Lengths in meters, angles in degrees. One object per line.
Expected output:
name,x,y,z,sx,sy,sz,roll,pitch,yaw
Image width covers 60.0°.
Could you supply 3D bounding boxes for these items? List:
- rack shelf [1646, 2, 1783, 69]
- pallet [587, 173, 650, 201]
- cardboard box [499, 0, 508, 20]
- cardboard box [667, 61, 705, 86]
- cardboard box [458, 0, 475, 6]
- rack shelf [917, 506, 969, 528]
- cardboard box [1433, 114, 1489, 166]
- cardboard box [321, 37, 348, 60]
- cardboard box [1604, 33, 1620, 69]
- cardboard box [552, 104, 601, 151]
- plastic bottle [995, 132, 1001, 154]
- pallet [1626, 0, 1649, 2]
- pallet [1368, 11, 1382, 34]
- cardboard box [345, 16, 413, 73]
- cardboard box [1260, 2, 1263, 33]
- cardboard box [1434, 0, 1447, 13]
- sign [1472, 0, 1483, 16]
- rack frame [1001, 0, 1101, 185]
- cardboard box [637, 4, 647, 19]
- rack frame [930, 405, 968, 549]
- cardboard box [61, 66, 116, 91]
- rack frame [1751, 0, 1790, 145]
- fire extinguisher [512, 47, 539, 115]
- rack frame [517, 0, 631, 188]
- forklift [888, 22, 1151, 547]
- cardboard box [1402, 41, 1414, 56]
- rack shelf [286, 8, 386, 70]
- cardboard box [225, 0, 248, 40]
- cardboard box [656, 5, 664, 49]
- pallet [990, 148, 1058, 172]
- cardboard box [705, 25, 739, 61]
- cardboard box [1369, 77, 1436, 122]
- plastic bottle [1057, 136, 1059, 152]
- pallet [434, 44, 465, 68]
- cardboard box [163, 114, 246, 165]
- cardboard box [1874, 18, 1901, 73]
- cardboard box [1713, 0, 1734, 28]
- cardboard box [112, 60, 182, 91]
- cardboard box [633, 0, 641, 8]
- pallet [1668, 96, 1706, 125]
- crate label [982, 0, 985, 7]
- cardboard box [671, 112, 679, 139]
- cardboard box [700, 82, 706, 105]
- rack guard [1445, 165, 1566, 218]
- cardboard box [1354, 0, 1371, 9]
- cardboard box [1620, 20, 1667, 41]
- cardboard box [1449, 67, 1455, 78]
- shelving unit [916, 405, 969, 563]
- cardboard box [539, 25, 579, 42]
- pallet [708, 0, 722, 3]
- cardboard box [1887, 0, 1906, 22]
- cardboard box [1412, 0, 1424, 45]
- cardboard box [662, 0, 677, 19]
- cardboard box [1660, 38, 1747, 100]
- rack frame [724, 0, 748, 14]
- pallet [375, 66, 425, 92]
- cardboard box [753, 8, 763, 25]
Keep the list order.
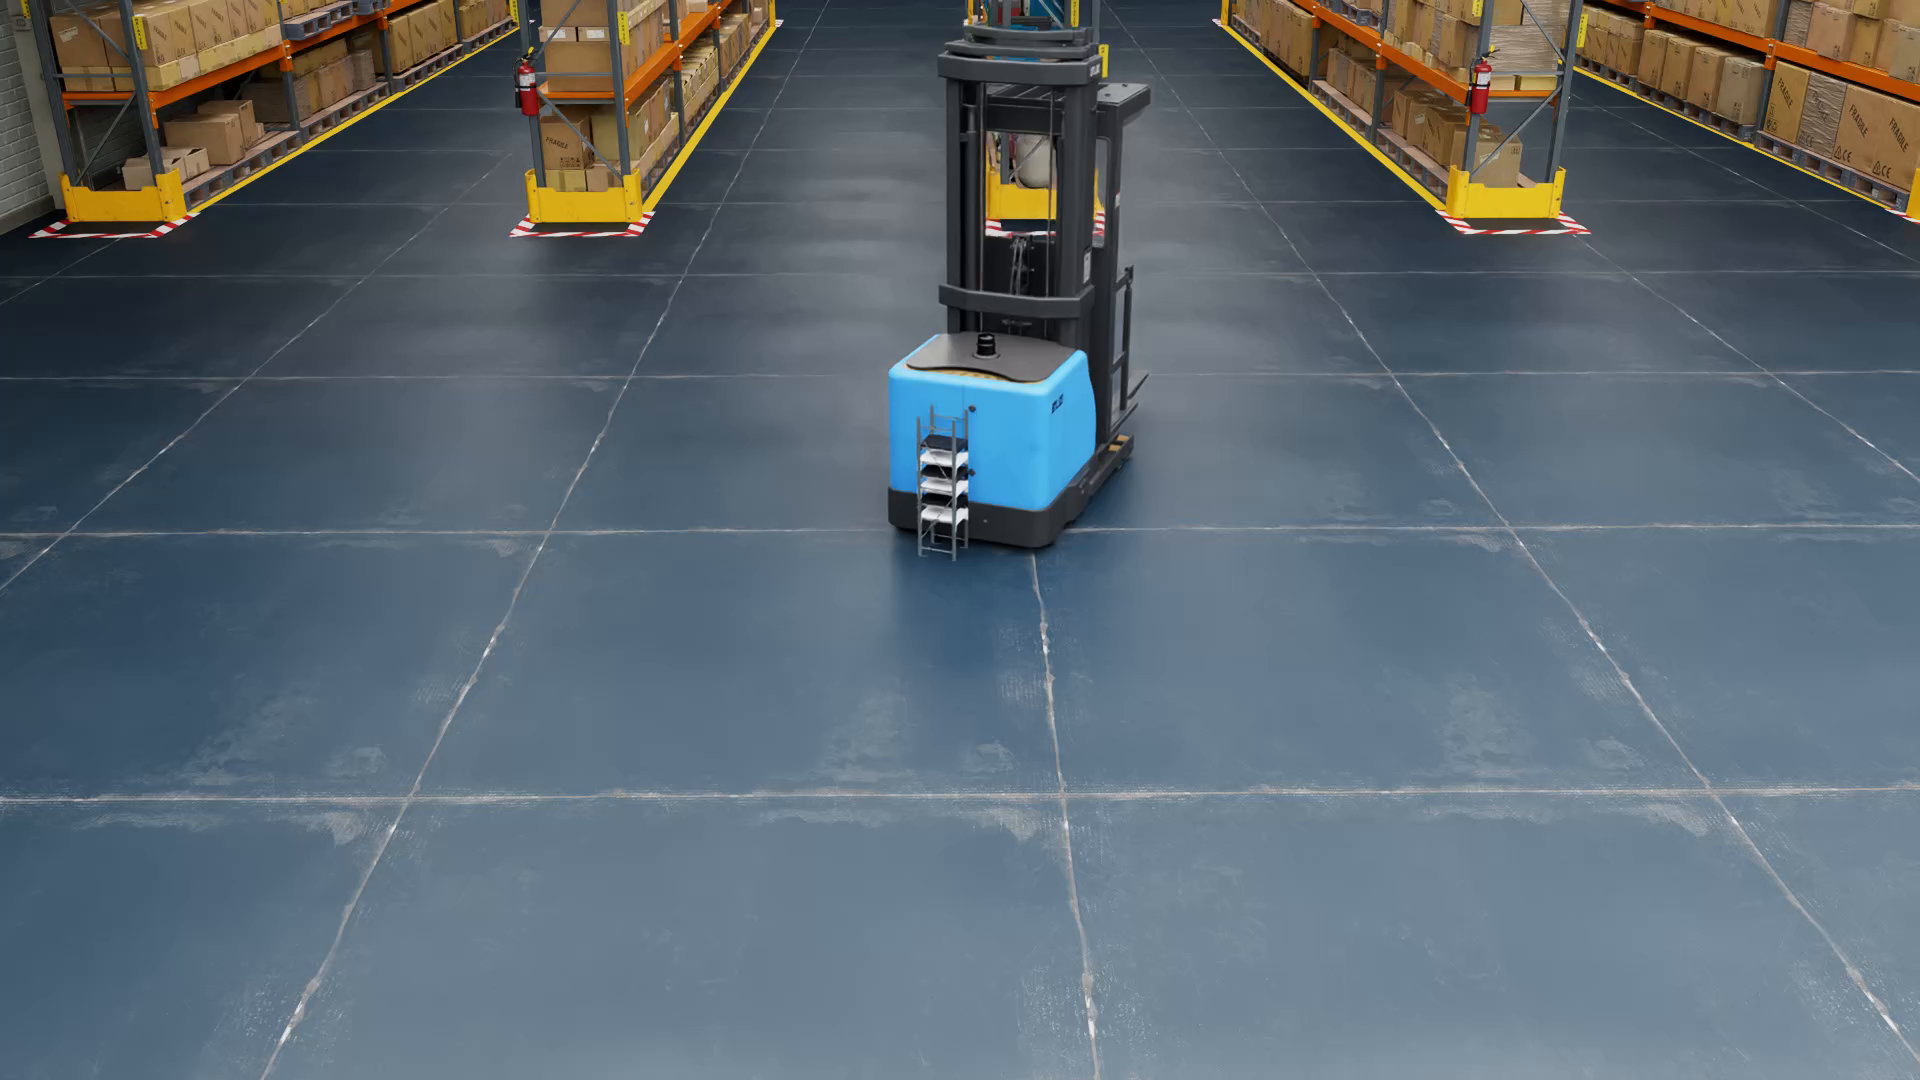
rack shelf,10.785,-7.003,22.966,1.077,0.370,4.000,0,24,-1
pallet,-4.067,-3.879,18.570,1.003,0.211,1.213,0,24,-1
cardboard box,-9.037,-10.168,31.616,0.700,0.500,0.500,0,24,-1
cardboard box,-3.834,-6.482,23.088,0.500,0.311,0.500,0,24,1
cardboard box,-8.828,-9.554,29.471,0.380,0.149,0.250,1,24,1
rack shelf,-0.101,-0.138,9.981,0.258,0.077,0.200,9,26,19
cardboard box,5.870,-4.691,19.507,0.500,0.500,0.500,2,24,4
cardboard box,-9.054,-6.979,23.630,0.500,0.250,0.500,0,24,0
cardboard box,10.492,-7.691,26.139,0.500,0.500,0.500,1,24,2
cardboard box,-4.346,-4.746,19.021,0.500,0.500,0.500,0,24,-1
plastic bottle,0.501,-4.731,19.841,0.152,0.276,0.135,-1,24,-2
pallet,10.648,-8.360,25.328,1.213,0.211,1.003,0,24,-1
pallet,5.983,-6.754,21.776,1.003,0.211,1.213,0,24,-1
cardboard box,-8.934,-7.623,25.563,0.750,0.750,0.750,-1,24,-1
cardboard box,5.831,-9.318,29.281,0.875,0.875,0.875,0,24,-1
cardboard box,5.622,-6.152,18.516,0.500,0.500,0.500,0,24,-1
sign,5.334,-5.555,17.103,0.100,0.325,0.005,0,24,-1
rack frame,0.937,-4.855,17.345,1.000,3.000,0.127,0,24,-1
cardboard box,-3.825,-6.080,19.145,0.380,0.149,0.250,1,24,1
rack frame,-0.065,-0.371,9.979,0.240,0.900,0.006,9,26,19
cardboard box,-9.169,-4.943,17.697,0.500,0.250,0.500,0,24,0
rack frame,10.806,-6.506,20.996,1.000,3.000,0.127,0,24,-1
fire extinguisher,-4.480,-4.748,17.203,0.296,0.674,0.183,0,24,-1
rack frame,-4.017,-4.834,17.299,1.000,3.000,0.127,0,24,-1
forklift,0.558,-1.871,10.830,1.130,2.935,3.031,9,26,19
cardboard box,5.541,-5.909,19.980,0.380,0.149,0.250,0,24,-1
rack shelf,-9.035,-6.955,22.861,1.077,0.370,4.000,0,24,-1
cardboard box,-8.693,-6.135,19.422,0.500,0.500,0.500,-1,24,-2
cardboard box,-4.049,-6.345,20.519,0.700,0.500,0.500,-1,24,-2
pallet,0.875,-4.452,19.837,1.003,0.211,1.213,0,24,-1
cardboard box,-3.846,-8.019,26.839,0.500,0.500,0.500,-1,24,-2
cardboard box,5.860,-5.840,22.023,0.700,0.500,0.500,-2,24,-5
plastic bottle,1.221,-4.827,20.060,0.097,0.271,0.097,0,24,0
pallet,-9.017,-8.167,28.052,1.003,0.211,1.213,0,24,-1
cardboard box,-8.852,-4.695,19.491,0.700,0.500,0.500,-2,24,-4
cardboard box,10.892,-5.537,18.671,0.875,0.550,0.550,0,24,-1
cardboard box,10.522,-7.182,22.369,0.500,0.500,0.500,0,24,0
cardboard box,-8.658,-4.954,17.721,0.500,0.250,0.500,-1,24,-2
cardboard box,-4.033,-6.316,18.880,0.700,0.500,0.500,0,24,-1
pallet,10.706,-6.057,23.387,1.003,0.211,1.213,0,24,-1
crate label,0.479,-7.900,24.281,0.303,0.233,0.416,0,24,-1
cardboard box,-3.837,-5.231,21.003,0.500,0.250,0.500,0,24,-1
cardboard box,-3.834,-6.222,23.195,0.500,0.250,0.500,0,24,0
rack guard,5.888,-3.770,17.979,1.175,0.500,0.348,0,24,-1
cardboard box,5.734,-7.478,22.509,0.797,0.503,0.637,2,24,5
cardboard box,10.493,-7.829,25.535,0.500,0.250,0.500,-1,24,-2
cardboard box,5.636,-5.188,18.387,0.380,0.149,0.250,0,24,-1
shelving unit,-0.101,-0.332,9.893,0.258,0.900,0.210,9,26,19
cardboard box,-4.211,-5.332,17.491,0.380,0.149,0.250,-1,24,-1
pallet,-4.181,-8.323,25.244,1.213,0.211,1.003,0,24,-1
cardboard box,10.916,-6.029,18.448,0.875,0.550,0.550,0,24,-1
cardboard box,5.865,-6.109,19.636,0.875,0.500,0.500,0,24,-1
cardboard box,-4.058,-7.062,22.103,0.500,0.500,0.500,1,24,3
cardboard box,10.692,-6.709,23.665,1.050,0.750,0.750,0,24,0
rack frame,-4.147,-9.779,28.232,1.000,3.000,0.127,0,24,-1
pallet,-8.990,-7.162,25.829,1.003,0.211,1.213,0,24,-1
cardboard box,-3.958,-9.761,30.994,0.500,0.250,0.500,0,24,-1
